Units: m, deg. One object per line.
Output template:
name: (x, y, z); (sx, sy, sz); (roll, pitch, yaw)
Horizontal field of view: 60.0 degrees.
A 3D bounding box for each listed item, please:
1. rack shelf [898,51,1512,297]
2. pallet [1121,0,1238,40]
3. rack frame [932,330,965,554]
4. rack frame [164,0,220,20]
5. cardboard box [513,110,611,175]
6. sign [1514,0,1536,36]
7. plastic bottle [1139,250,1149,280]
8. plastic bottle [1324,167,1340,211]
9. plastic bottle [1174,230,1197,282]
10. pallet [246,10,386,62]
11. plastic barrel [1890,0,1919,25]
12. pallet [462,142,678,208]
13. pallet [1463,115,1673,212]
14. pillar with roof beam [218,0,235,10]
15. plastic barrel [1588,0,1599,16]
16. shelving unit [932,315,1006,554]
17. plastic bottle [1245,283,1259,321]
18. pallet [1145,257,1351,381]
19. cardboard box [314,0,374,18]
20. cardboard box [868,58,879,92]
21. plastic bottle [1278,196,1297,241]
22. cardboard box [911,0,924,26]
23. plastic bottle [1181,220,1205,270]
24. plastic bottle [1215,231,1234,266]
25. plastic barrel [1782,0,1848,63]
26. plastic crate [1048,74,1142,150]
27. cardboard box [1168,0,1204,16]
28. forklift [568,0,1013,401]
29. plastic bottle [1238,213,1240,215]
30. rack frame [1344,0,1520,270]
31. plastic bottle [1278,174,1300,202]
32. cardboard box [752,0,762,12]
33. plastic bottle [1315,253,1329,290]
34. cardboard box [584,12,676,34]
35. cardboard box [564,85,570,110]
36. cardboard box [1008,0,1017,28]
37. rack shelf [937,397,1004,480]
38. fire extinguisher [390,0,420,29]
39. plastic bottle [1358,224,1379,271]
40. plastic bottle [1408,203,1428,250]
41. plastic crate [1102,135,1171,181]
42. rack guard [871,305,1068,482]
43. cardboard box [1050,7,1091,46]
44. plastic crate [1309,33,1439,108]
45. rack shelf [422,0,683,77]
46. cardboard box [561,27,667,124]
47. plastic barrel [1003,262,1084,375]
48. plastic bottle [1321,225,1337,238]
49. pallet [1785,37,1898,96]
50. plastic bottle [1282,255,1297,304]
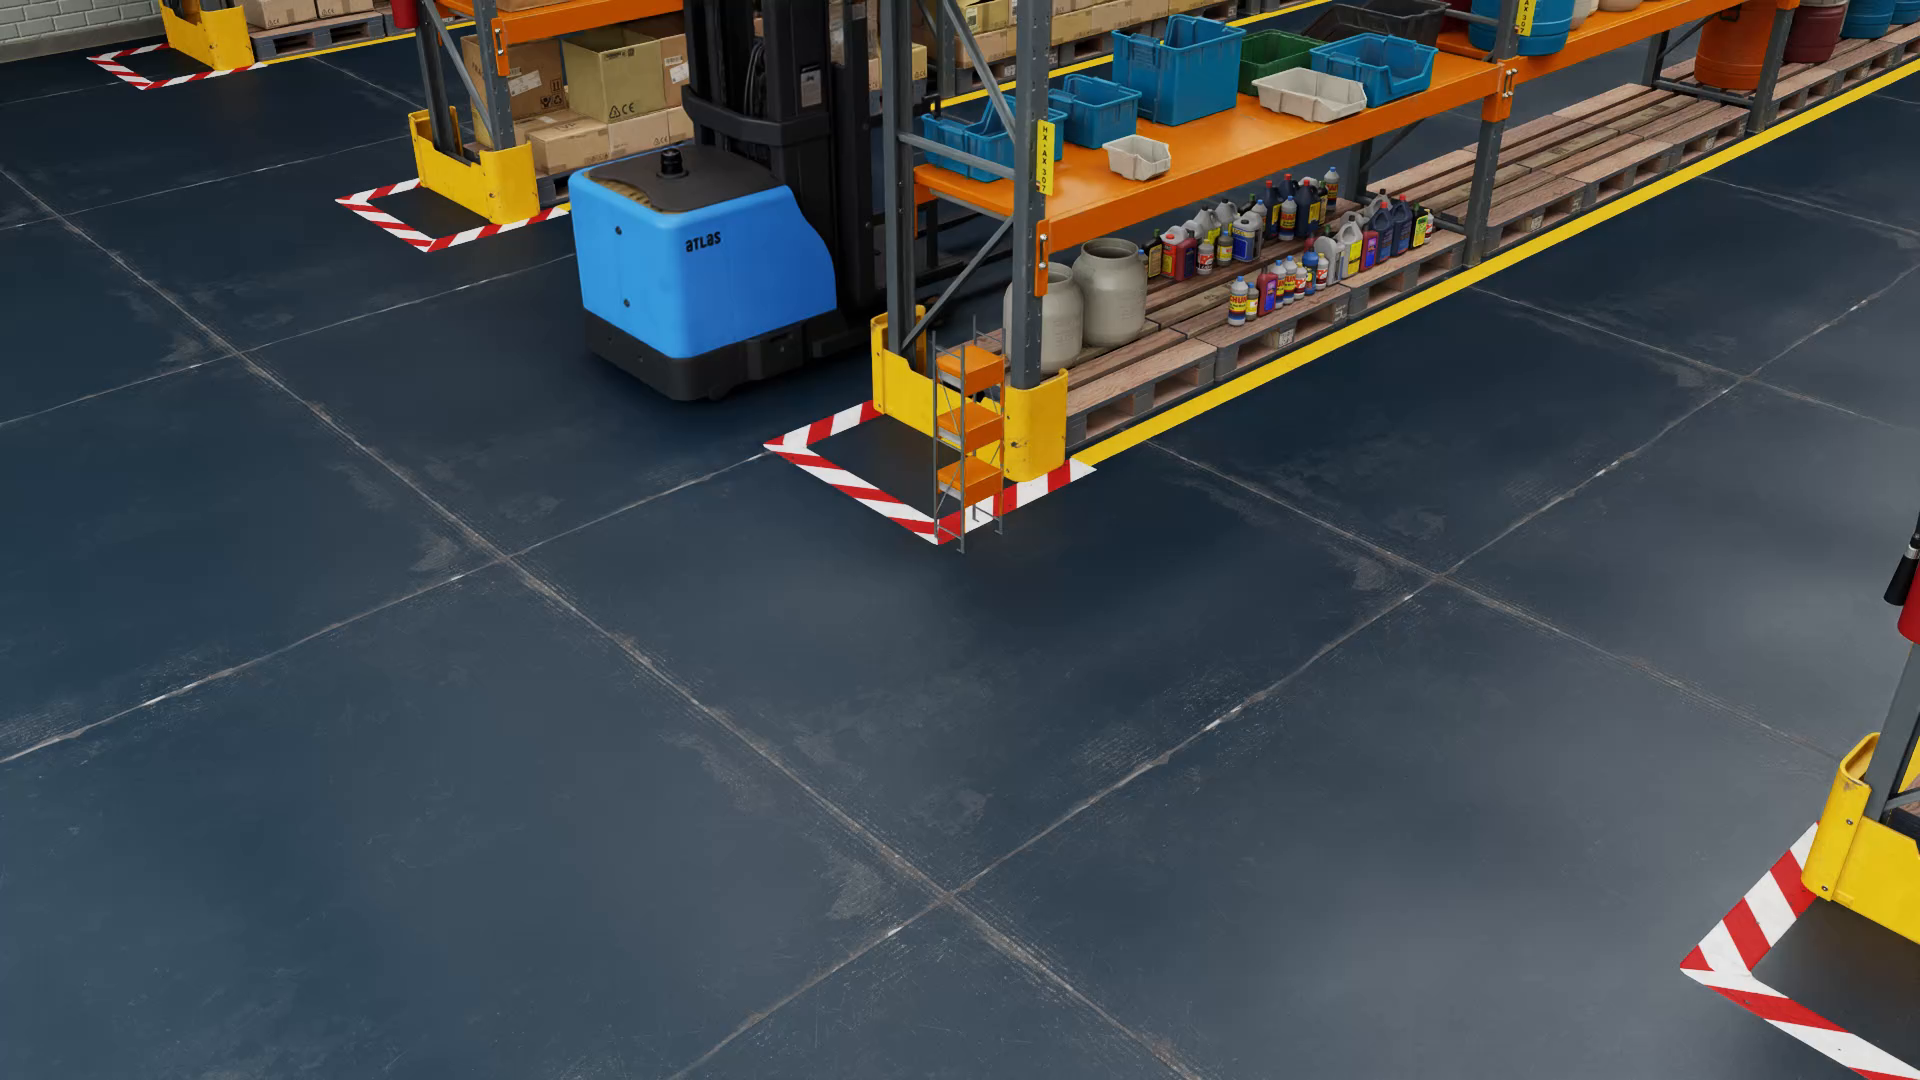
rack shelf: (1.474, -2.193, 9.151); (4.000, 0.370, 1.077); (-26, 40, -35)
pallet: (1.879, -5.058, 15.819); (1.213, 0.211, 1.003); (-26, 40, -35)
rack frame: (-0.050, -0.424, 7.436); (0.008, 1.050, 0.200); (-26, 40, -35)
rack frame: (-6.728, -5.580, 14.000); (0.127, 3.000, 1.000); (-26, 40, -35)
cardboard box: (-2.813, -2.798, 11.683); (0.500, 0.250, 0.500); (-26, 40, -35)
sign: (3.307, -3.113, 9.700); (0.005, 0.325, 0.100); (-26, 40, -35)
plastic bottle: (1.056, -1.603, 9.758); (0.097, 0.201, 0.097); (0, 31, 0)
plastic bottle: (2.409, -2.288, 10.809); (0.097, 0.271, 0.097); (0, 31, 0)
plastic bottle: (1.333, -1.677, 9.799); (0.133, 0.283, 0.061); (-26, 40, -35)
pallet: (-6.053, -4.692, 15.221); (1.213, 0.211, 1.003); (-26, 40, -35)
plastic barrel: (8.397, -5.144, 14.896); (0.708, 0.901, 0.600); (-26, 40, -35)
pallet: (-2.825, -2.784, 12.101); (1.213, 0.211, 1.003); (-26, 40, -35)
pallet: (4.385, -2.748, 12.042); (1.213, 0.211, 1.003); (-26, 40, -35)
pillar with roof beam: (-3.876, -7.072, 10.689); (0.400, 9.000, 9.100); (-26, 40, -35)
plastic barrel: (4.016, -3.561, 10.831); (0.301, 0.262, 0.301); (0, 31, 0)
shelving unit: (0.039, -0.467, 7.507); (0.252, 1.050, 0.215); (-26, 40, -35)
plastic bottle: (1.625, -1.345, 9.335); (0.097, 0.201, 0.097); (0, 31, 0)
pallet: (1.525, -1.362, 9.776); (1.213, 0.211, 1.003); (-26, 40, -35)
cardboard box: (-5.742, -5.034, 15.263); (0.500, 0.311, 0.500); (-22, 38, -32)
cardboard box: (-0.989, -3.690, 13.142); (0.500, 0.250, 0.500); (-26, 40, -35)
plastic bottle: (2.043, -2.008, 10.352); (0.097, 0.271, 0.097); (0, 31, 0)
cardboard box: (-0.322, -4.604, 14.100); (0.500, 0.311, 0.500); (-26, 40, -35)
plastic bottle: (1.362, -1.763, 9.948); (0.135, 0.276, 0.152); (-27, 41, -37)
plastic bottle: (1.595, -1.761, 10.015); (0.097, 0.201, 0.097); (0, 31, 0)
plastic barrel: (7.049, -4.359, 13.912); (0.708, 0.588, 0.600); (-26, 40, -35)
plastic crate: (0.651, -2.247, 8.692); (0.408, 0.251, 0.499); (-26, 40, -35)
cardboard box: (1.913, -5.066, 15.393); (0.500, 0.250, 0.500); (-26, 40, -36)
forklift: (-0.686, -2.630, 9.241); (3.031, 2.935, 1.130); (-25, 39, -34)
plastic bottle: (1.705, -1.917, 10.271); (0.097, 0.201, 0.097); (0, 31, 0)
rack frame: (2.941, -3.209, 10.123); (0.127, 3.000, 1.000); (-26, 40, -35)
plastic bottle: (2.067, -2.139, 10.491); (0.185, 0.351, 0.144); (-25, 39, -34)
cardboard box: (-1.354, -3.832, 12.655); (0.500, 0.500, 0.500); (-26, 40, -35)
plastic bottle: (2.097, -1.573, 9.708); (0.097, 0.201, 0.097); (0, 31, 0)
cardboard box: (-2.443, -3.677, 12.402); (0.500, 0.500, 0.500); (-26, 40, -35)
cardboard box: (-2.807, -3.178, 12.305); (0.500, 0.250, 0.500); (-26, 40, -35)
cardboard box: (0.419, -4.578, 14.056); (0.500, 0.311, 0.500); (-26, 40, -36)
rack shelf: (0.039, -0.458, 7.512); (0.240, 0.259, 0.215); (-26, 40, -35)
fire extinguisher: (-3.760, -3.789, 11.146); (0.183, 0.674, 0.296); (-26, 40, -35)
plastic bottle: (2.433, -1.758, 9.931); (0.133, 0.283, 0.061); (-23, 38, -32)
plastic bottle: (2.812, -1.941, 10.231); (0.133, 0.283, 0.061); (-24, 39, -33)
plastic crate: (0.883, -1.872, 8.189); (0.250, 0.136, 0.298); (-26, 40, -35)
rack guard: (0.032, -0.769, 8.528); (0.348, 0.500, 1.175); (-26, 40, -35)
cardboard box: (0.794, -4.525, 14.509); (0.500, 0.250, 0.500); (-27, 41, -37)
plastic crate: (2.314, -2.649, 9.350); (0.616, 0.251, 0.499); (-26, 40, -35)
rack shelf: (-1.891, -4.089, 12.251); (4.000, 0.370, 1.077); (-26, 40, -35)
cardboard box: (-2.448, -3.296, 11.779); (0.500, 0.500, 0.500); (-26, 40, -35)
plastic barrel: (0.438, -1.171, 8.772); (0.421, 0.512, 0.421); (0, 31, 0)
plastic bottle: (2.199, -1.747, 9.914); (0.133, 0.283, 0.061); (-26, 40, -35)
pallet: (7.318, -4.165, 14.358); (1.213, 0.211, 1.003); (-26, 40, -35)
plastic bottle: (1.874, -1.495, 9.513); (0.097, 0.271, 0.097); (0, 31, 0)
